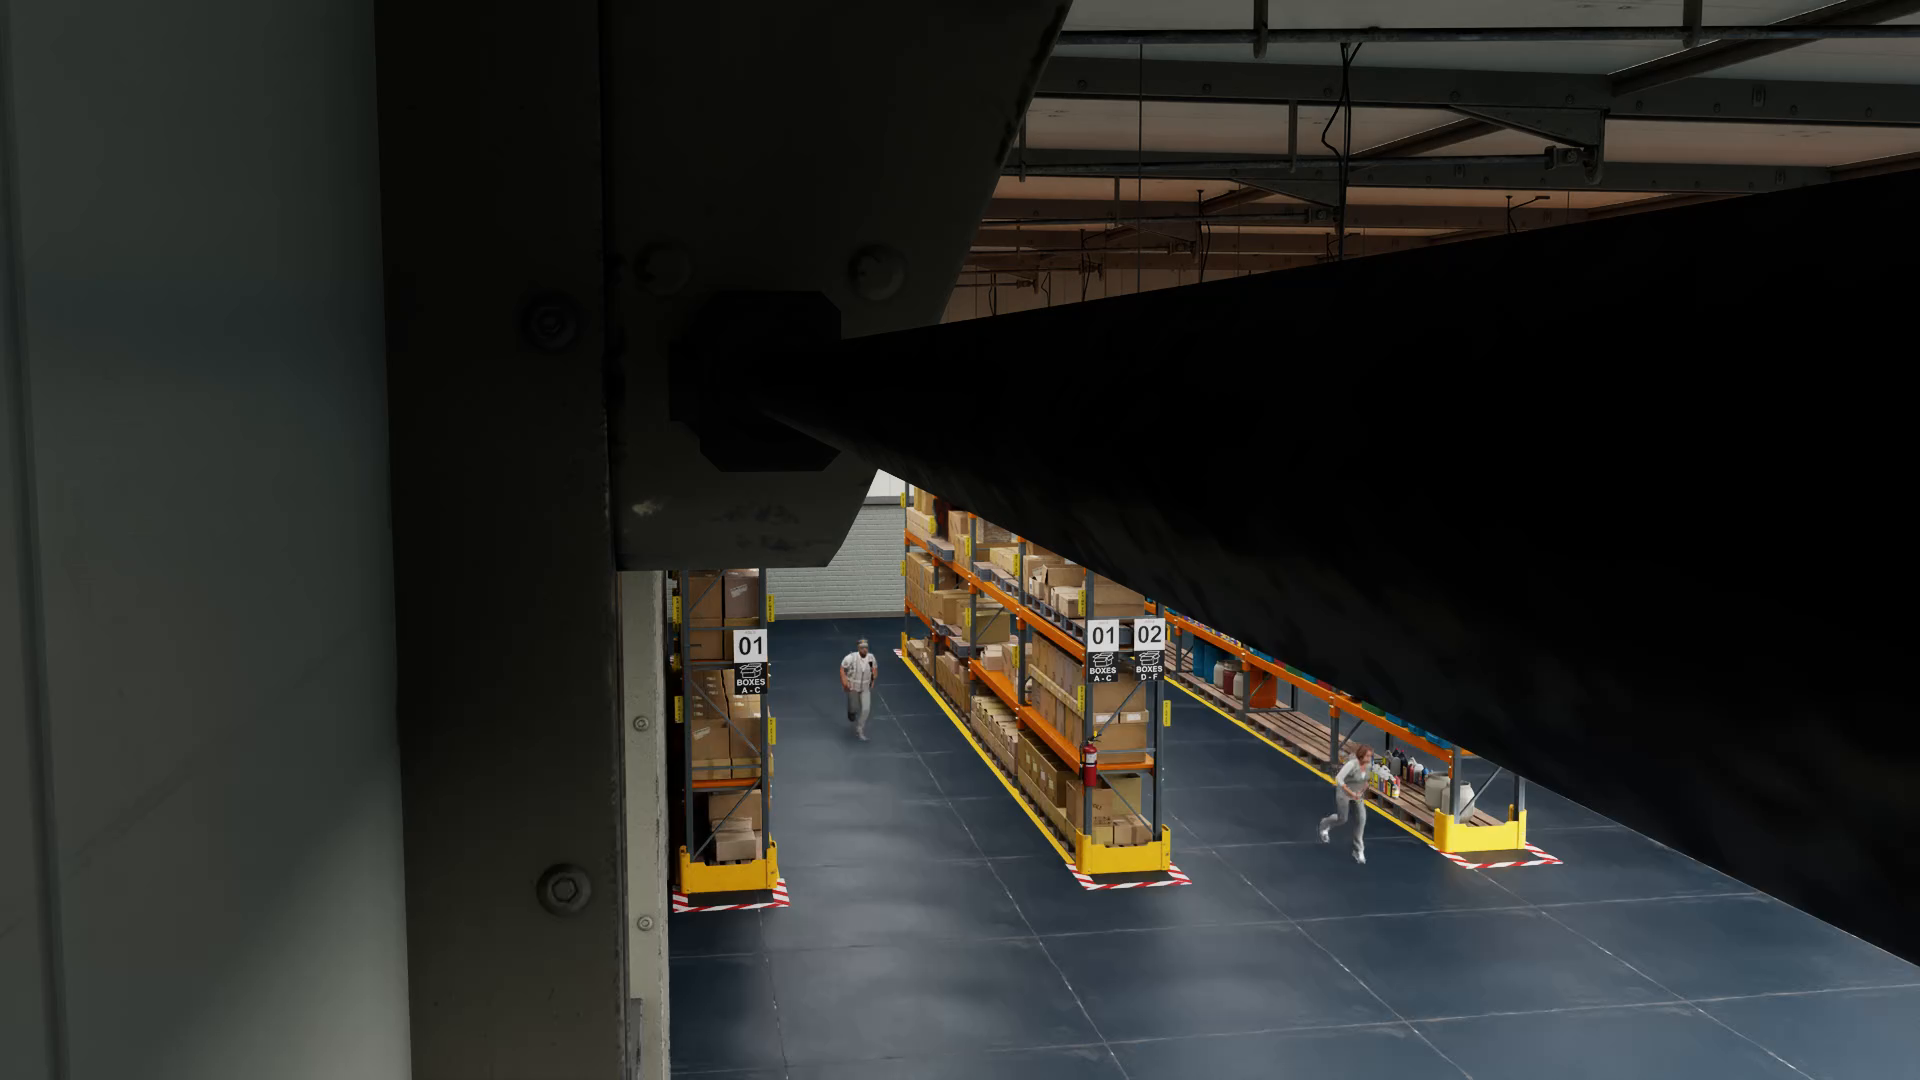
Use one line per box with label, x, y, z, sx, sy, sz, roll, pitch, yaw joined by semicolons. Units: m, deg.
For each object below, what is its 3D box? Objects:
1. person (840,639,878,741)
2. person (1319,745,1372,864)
person;-1.743;2.536;28.588;0.682;1.759;0.799;-2;6;-19
person;5.015;3.360;21.591;0.570;1.539;0.881;-4;7;-31
